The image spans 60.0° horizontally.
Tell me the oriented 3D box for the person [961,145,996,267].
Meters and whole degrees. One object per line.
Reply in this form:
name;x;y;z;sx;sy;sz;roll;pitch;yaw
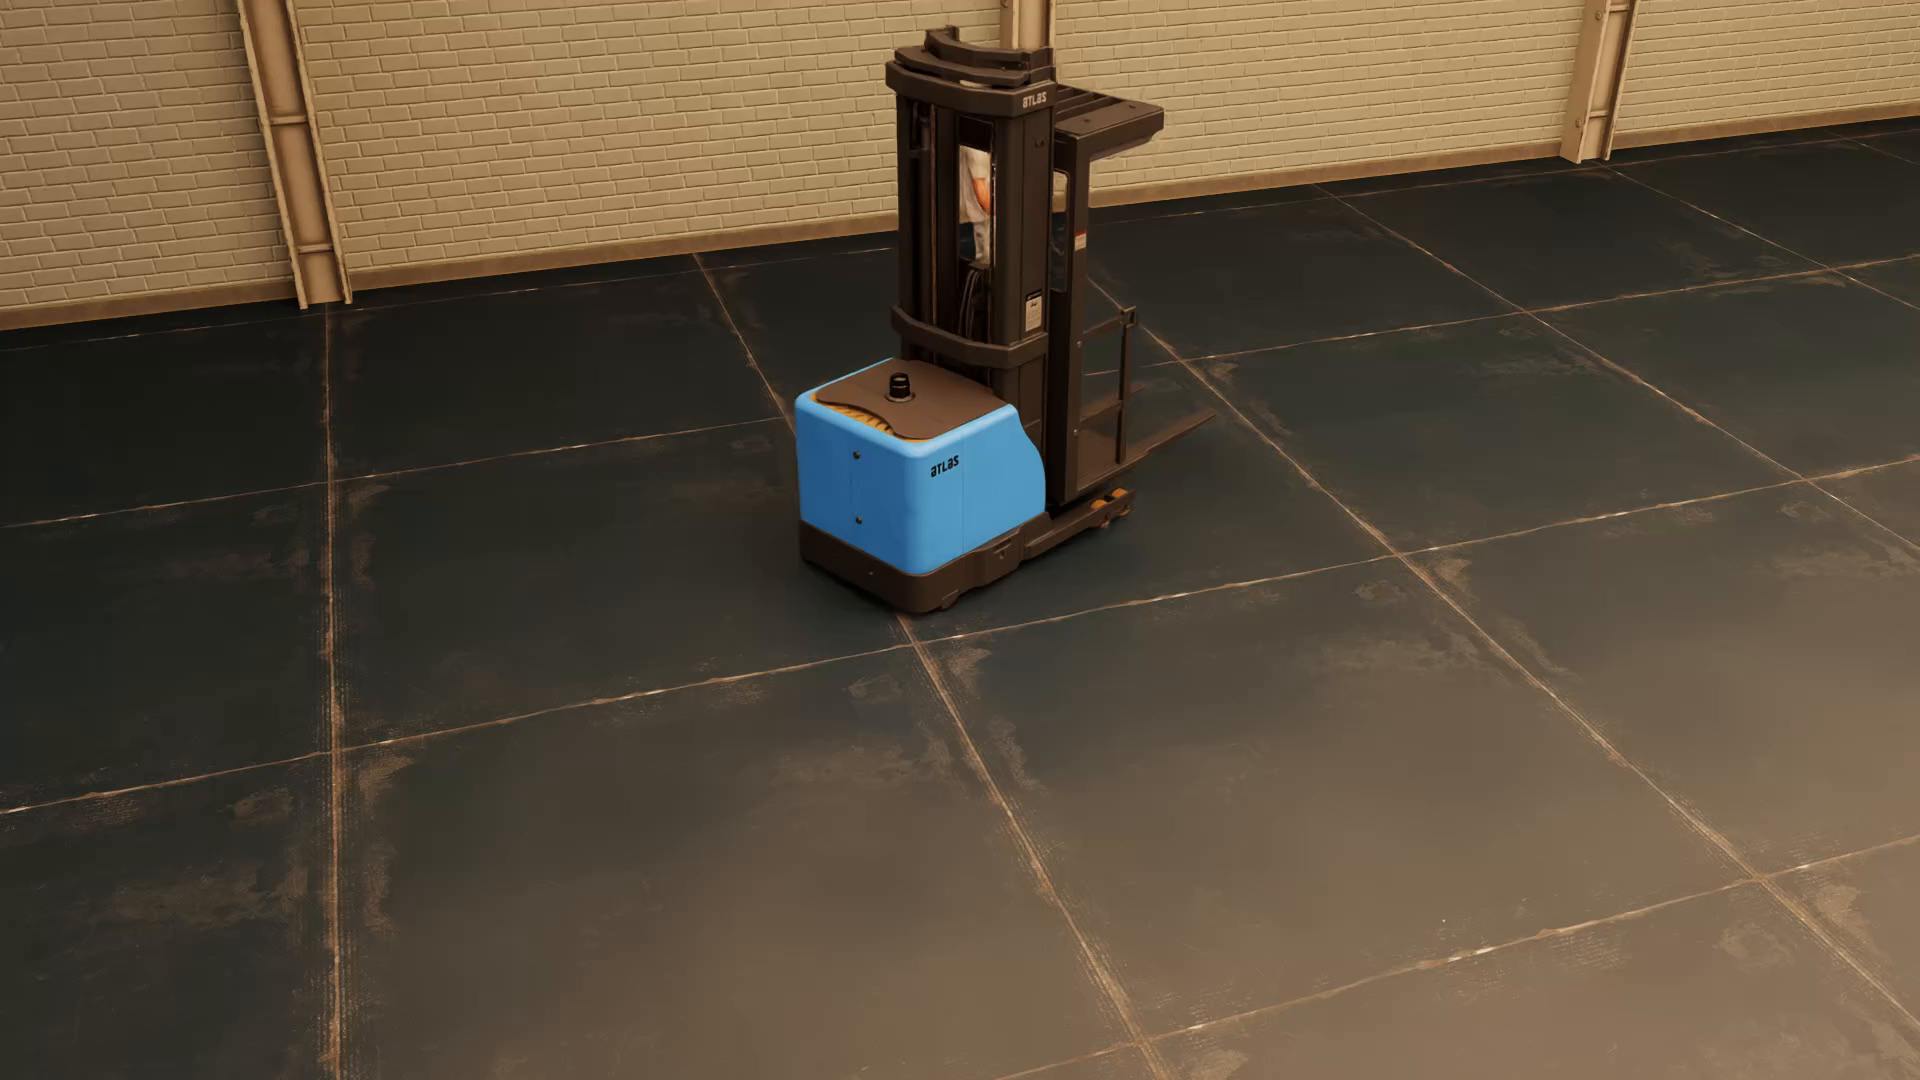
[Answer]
person;0.286;-2.438;12.455;0.566;1.786;0.637;-3;30;-5

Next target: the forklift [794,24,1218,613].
forklift;0.437;-1.508;9.708;1.130;2.935;3.031;25;39;37
